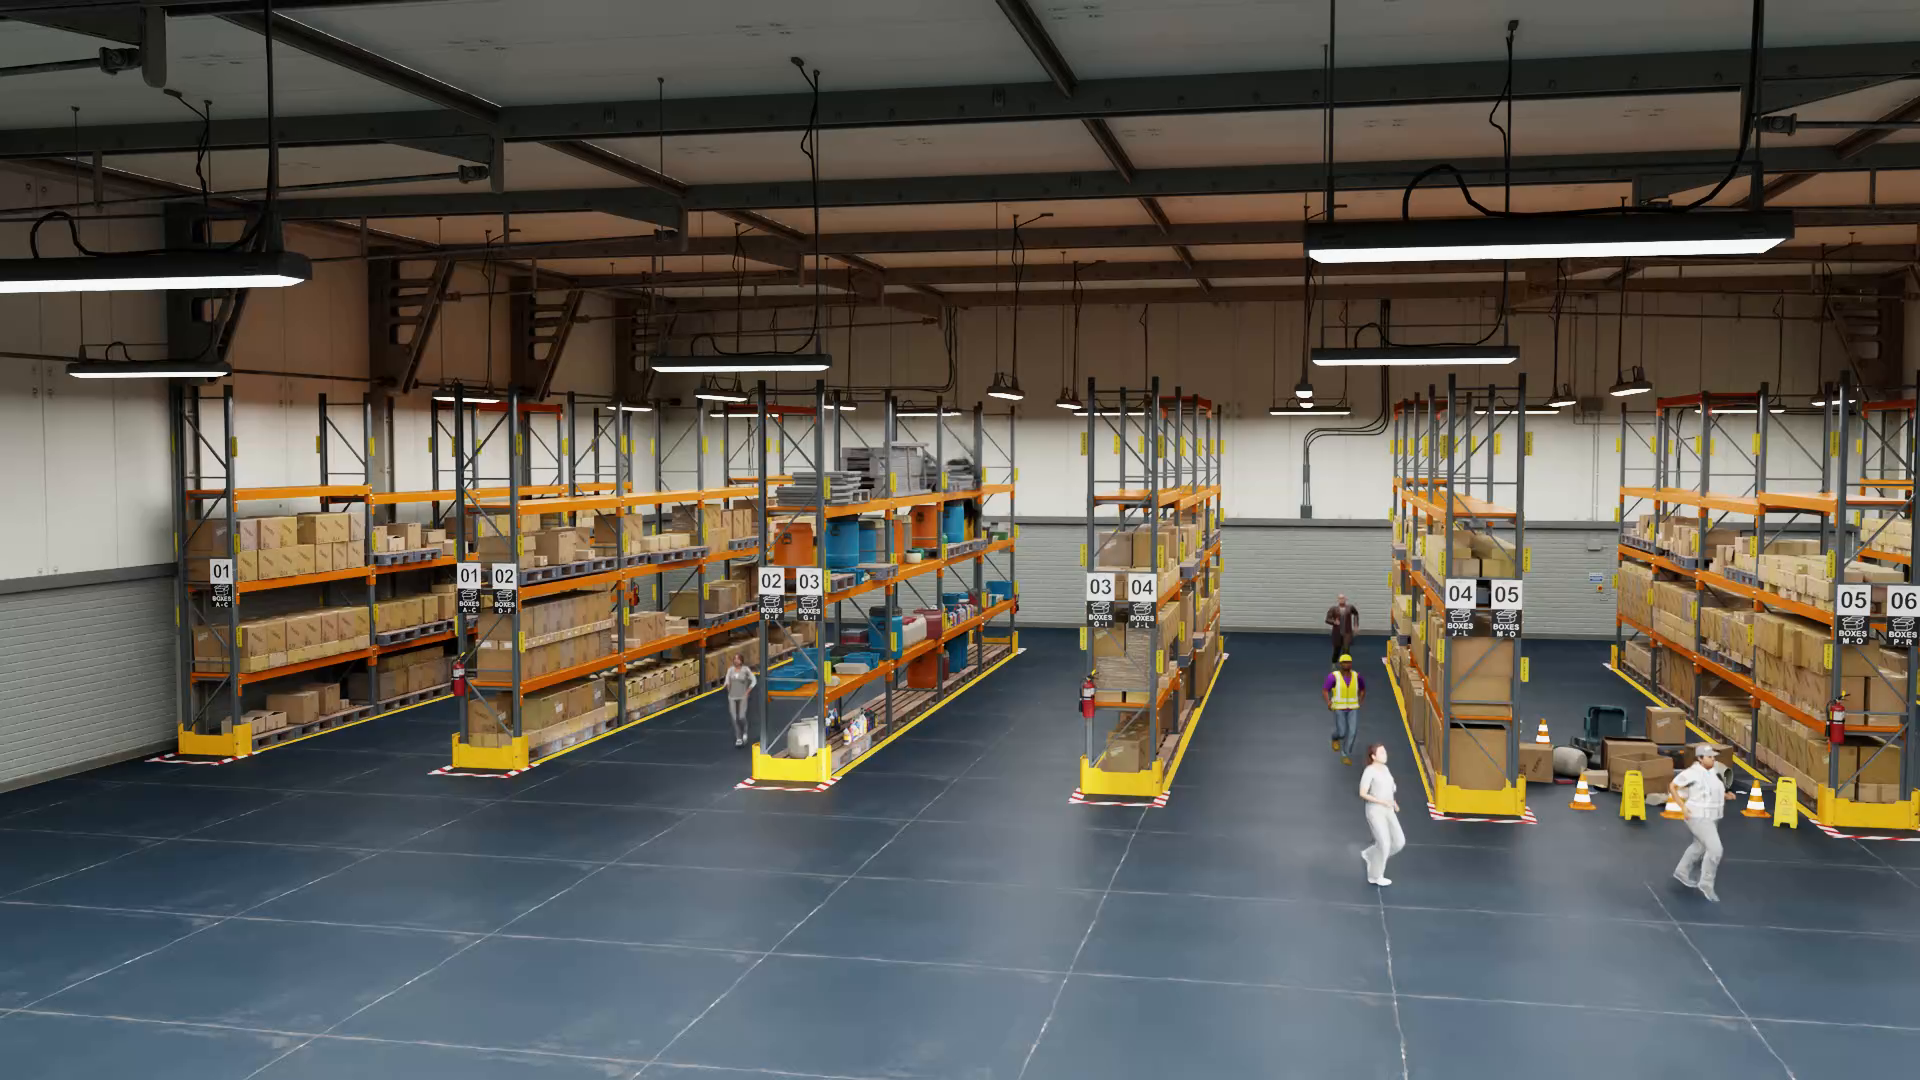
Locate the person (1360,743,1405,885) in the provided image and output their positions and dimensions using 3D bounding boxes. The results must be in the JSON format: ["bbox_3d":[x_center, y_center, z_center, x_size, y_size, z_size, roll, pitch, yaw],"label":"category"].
[{"bbox_3d":[4.801,3.122,18.991,0.560,1.622,0.578,-3,4,-39],"label":"person"}]

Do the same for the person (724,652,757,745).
[{"bbox_3d":[-3.691,2.658,27.690,0.522,1.559,0.555,0,3,7],"label":"person"}]

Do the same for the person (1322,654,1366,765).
[{"bbox_3d":[6.116,2.668,26.397,0.701,1.724,0.661,0,3,-1],"label":"person"}]

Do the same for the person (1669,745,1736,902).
[{"bbox_3d":[8.280,3.141,18.545,0.577,1.730,0.744,-2,4,-38],"label":"person"}]

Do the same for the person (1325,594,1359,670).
[{"bbox_3d":[8.366,2.078,36.414,0.719,1.791,1.060,1,3,12],"label":"person"}]
